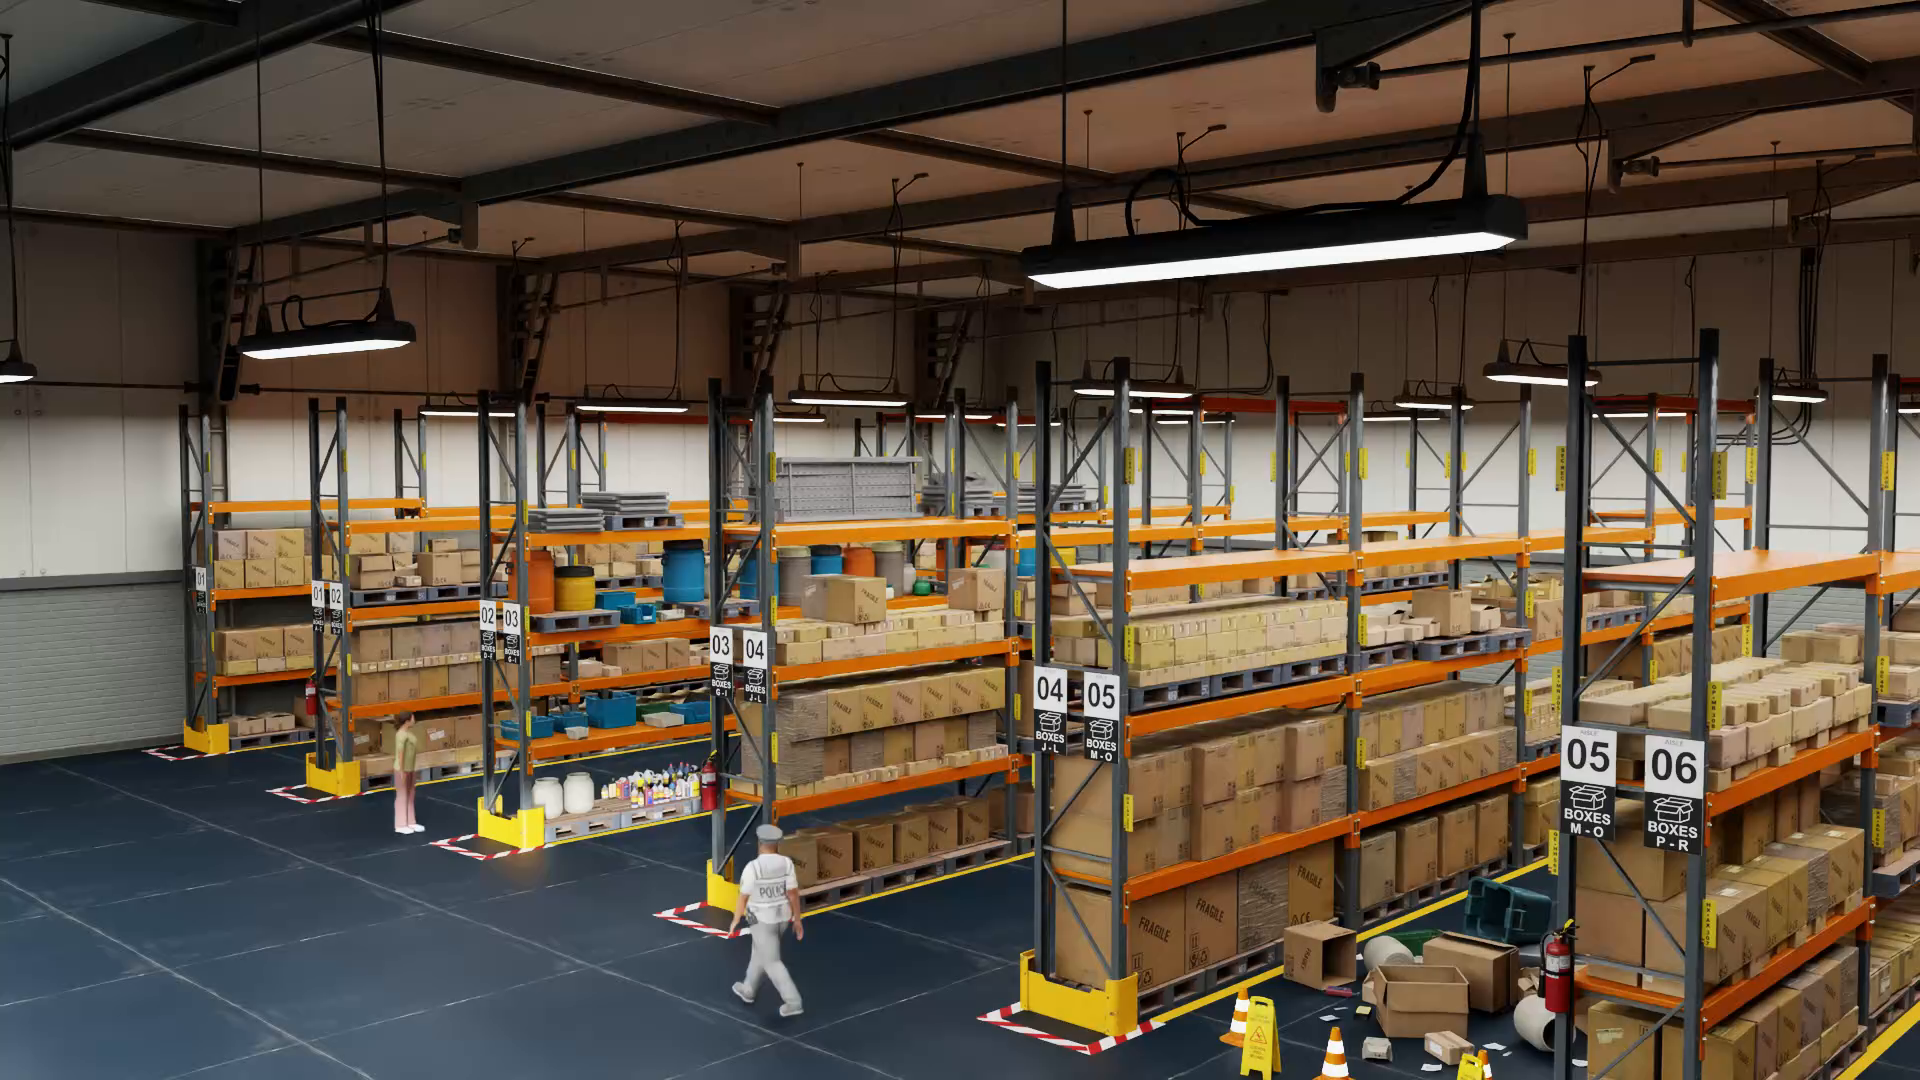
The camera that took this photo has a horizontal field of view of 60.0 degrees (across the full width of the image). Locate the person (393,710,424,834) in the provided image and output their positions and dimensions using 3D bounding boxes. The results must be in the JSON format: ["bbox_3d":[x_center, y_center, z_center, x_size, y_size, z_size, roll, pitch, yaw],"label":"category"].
[{"bbox_3d":[-7.497,3.137,22.539,0.361,1.686,0.464,0,3,-5],"label":"person"}]

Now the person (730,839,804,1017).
[{"bbox_3d":[-1.811,3.507,15.328,1.024,1.681,0.530,2,3,30],"label":"person"}]
